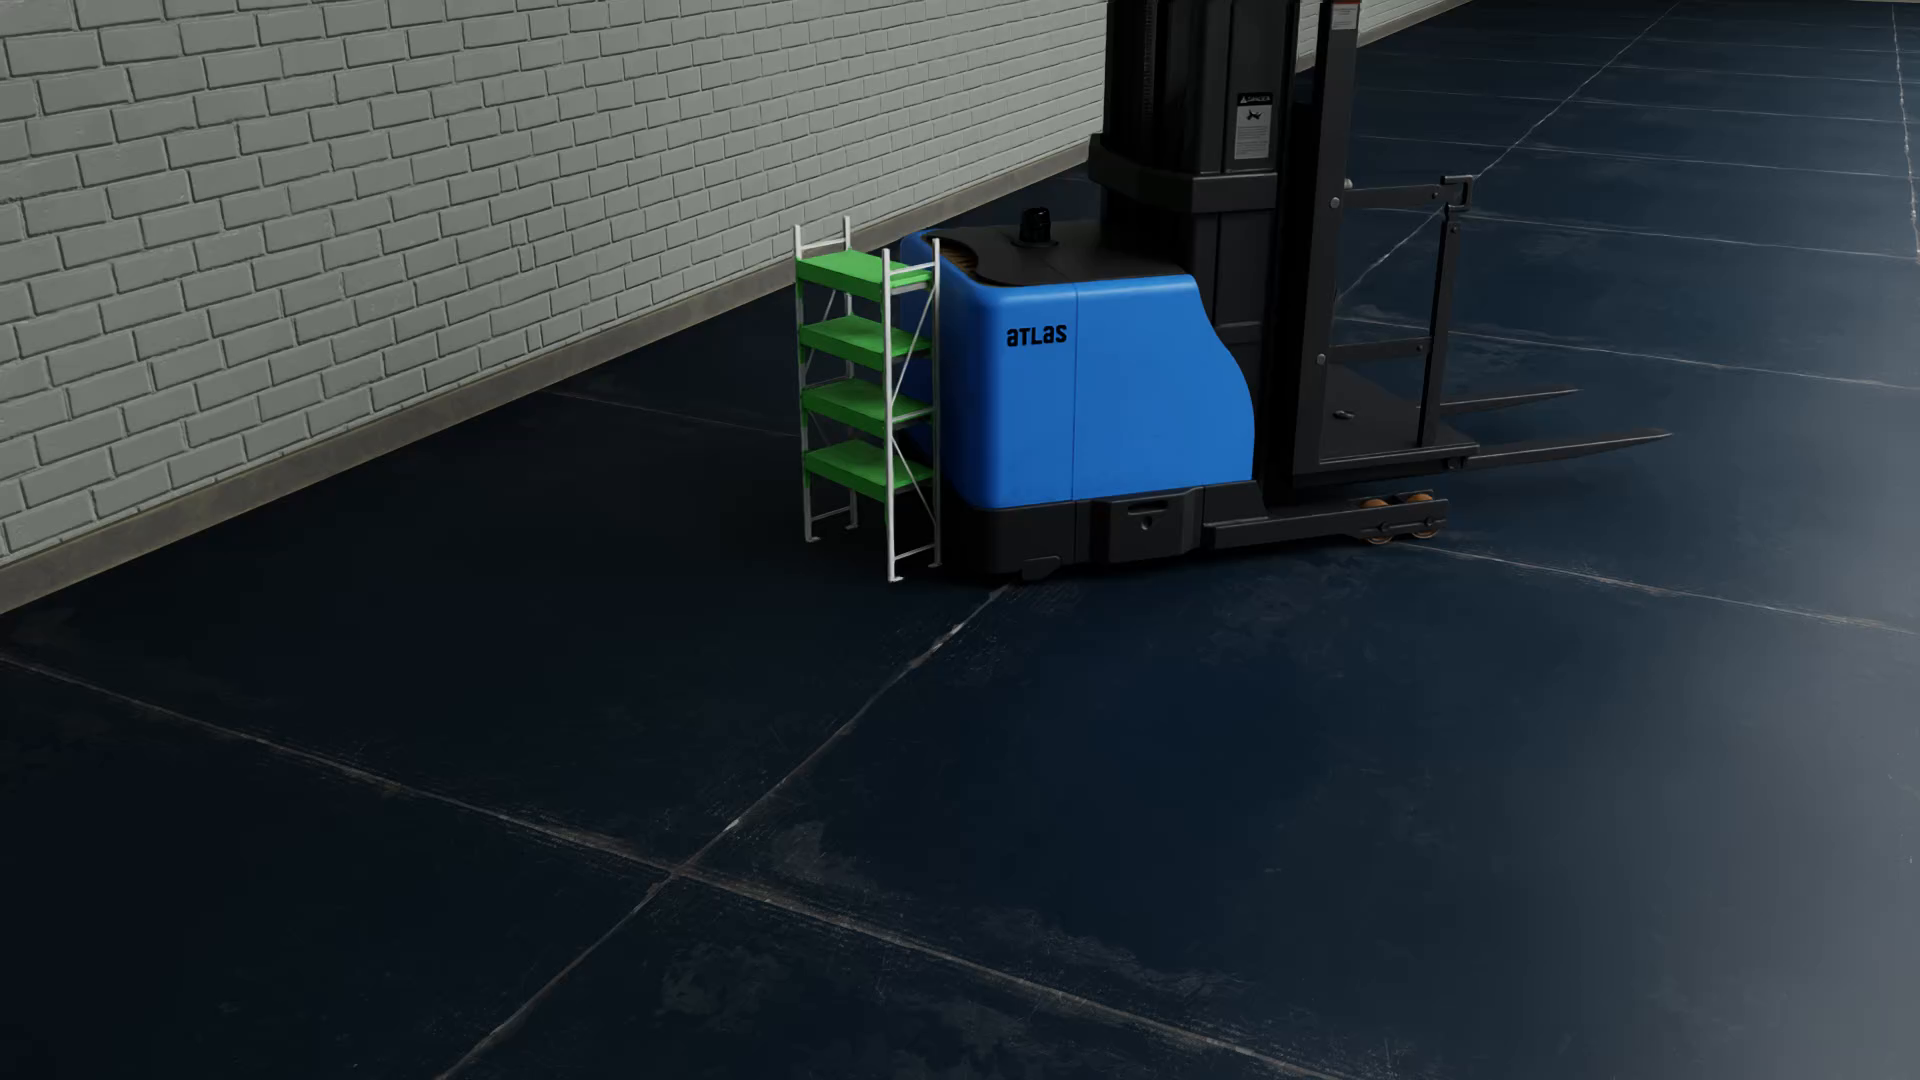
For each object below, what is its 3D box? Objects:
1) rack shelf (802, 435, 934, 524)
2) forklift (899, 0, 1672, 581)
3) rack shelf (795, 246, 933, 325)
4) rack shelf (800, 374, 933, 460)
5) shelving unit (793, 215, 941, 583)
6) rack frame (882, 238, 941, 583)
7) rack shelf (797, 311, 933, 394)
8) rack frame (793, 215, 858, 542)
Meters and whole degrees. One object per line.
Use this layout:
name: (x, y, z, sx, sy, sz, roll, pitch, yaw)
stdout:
rack shelf: (-0.326, -0.225, 6.057, 0.258, 0.148, 0.480, -19, 30, -38)
forklift: (1.334, -1.522, 6.117, 3.031, 2.935, 1.130, -7, 24, -16)
rack shelf: (-0.326, -0.888, 5.775, 0.258, 0.148, 0.480, -19, 30, -38)
rack shelf: (-0.326, -0.446, 5.963, 0.258, 0.148, 0.480, -19, 30, -38)
shelving unit: (-0.326, -0.505, 5.938, 0.258, 1.200, 0.503, -19, 30, -38)
rack frame: (-0.163, -0.434, 5.771, 0.240, 1.200, 0.015, -19, 30, -38)
rack shelf: (-0.326, -0.667, 5.869, 0.258, 0.148, 0.480, -19, 30, -38)
rack frame: (-0.489, -0.576, 6.105, 0.240, 1.200, 0.015, -19, 30, -38)
